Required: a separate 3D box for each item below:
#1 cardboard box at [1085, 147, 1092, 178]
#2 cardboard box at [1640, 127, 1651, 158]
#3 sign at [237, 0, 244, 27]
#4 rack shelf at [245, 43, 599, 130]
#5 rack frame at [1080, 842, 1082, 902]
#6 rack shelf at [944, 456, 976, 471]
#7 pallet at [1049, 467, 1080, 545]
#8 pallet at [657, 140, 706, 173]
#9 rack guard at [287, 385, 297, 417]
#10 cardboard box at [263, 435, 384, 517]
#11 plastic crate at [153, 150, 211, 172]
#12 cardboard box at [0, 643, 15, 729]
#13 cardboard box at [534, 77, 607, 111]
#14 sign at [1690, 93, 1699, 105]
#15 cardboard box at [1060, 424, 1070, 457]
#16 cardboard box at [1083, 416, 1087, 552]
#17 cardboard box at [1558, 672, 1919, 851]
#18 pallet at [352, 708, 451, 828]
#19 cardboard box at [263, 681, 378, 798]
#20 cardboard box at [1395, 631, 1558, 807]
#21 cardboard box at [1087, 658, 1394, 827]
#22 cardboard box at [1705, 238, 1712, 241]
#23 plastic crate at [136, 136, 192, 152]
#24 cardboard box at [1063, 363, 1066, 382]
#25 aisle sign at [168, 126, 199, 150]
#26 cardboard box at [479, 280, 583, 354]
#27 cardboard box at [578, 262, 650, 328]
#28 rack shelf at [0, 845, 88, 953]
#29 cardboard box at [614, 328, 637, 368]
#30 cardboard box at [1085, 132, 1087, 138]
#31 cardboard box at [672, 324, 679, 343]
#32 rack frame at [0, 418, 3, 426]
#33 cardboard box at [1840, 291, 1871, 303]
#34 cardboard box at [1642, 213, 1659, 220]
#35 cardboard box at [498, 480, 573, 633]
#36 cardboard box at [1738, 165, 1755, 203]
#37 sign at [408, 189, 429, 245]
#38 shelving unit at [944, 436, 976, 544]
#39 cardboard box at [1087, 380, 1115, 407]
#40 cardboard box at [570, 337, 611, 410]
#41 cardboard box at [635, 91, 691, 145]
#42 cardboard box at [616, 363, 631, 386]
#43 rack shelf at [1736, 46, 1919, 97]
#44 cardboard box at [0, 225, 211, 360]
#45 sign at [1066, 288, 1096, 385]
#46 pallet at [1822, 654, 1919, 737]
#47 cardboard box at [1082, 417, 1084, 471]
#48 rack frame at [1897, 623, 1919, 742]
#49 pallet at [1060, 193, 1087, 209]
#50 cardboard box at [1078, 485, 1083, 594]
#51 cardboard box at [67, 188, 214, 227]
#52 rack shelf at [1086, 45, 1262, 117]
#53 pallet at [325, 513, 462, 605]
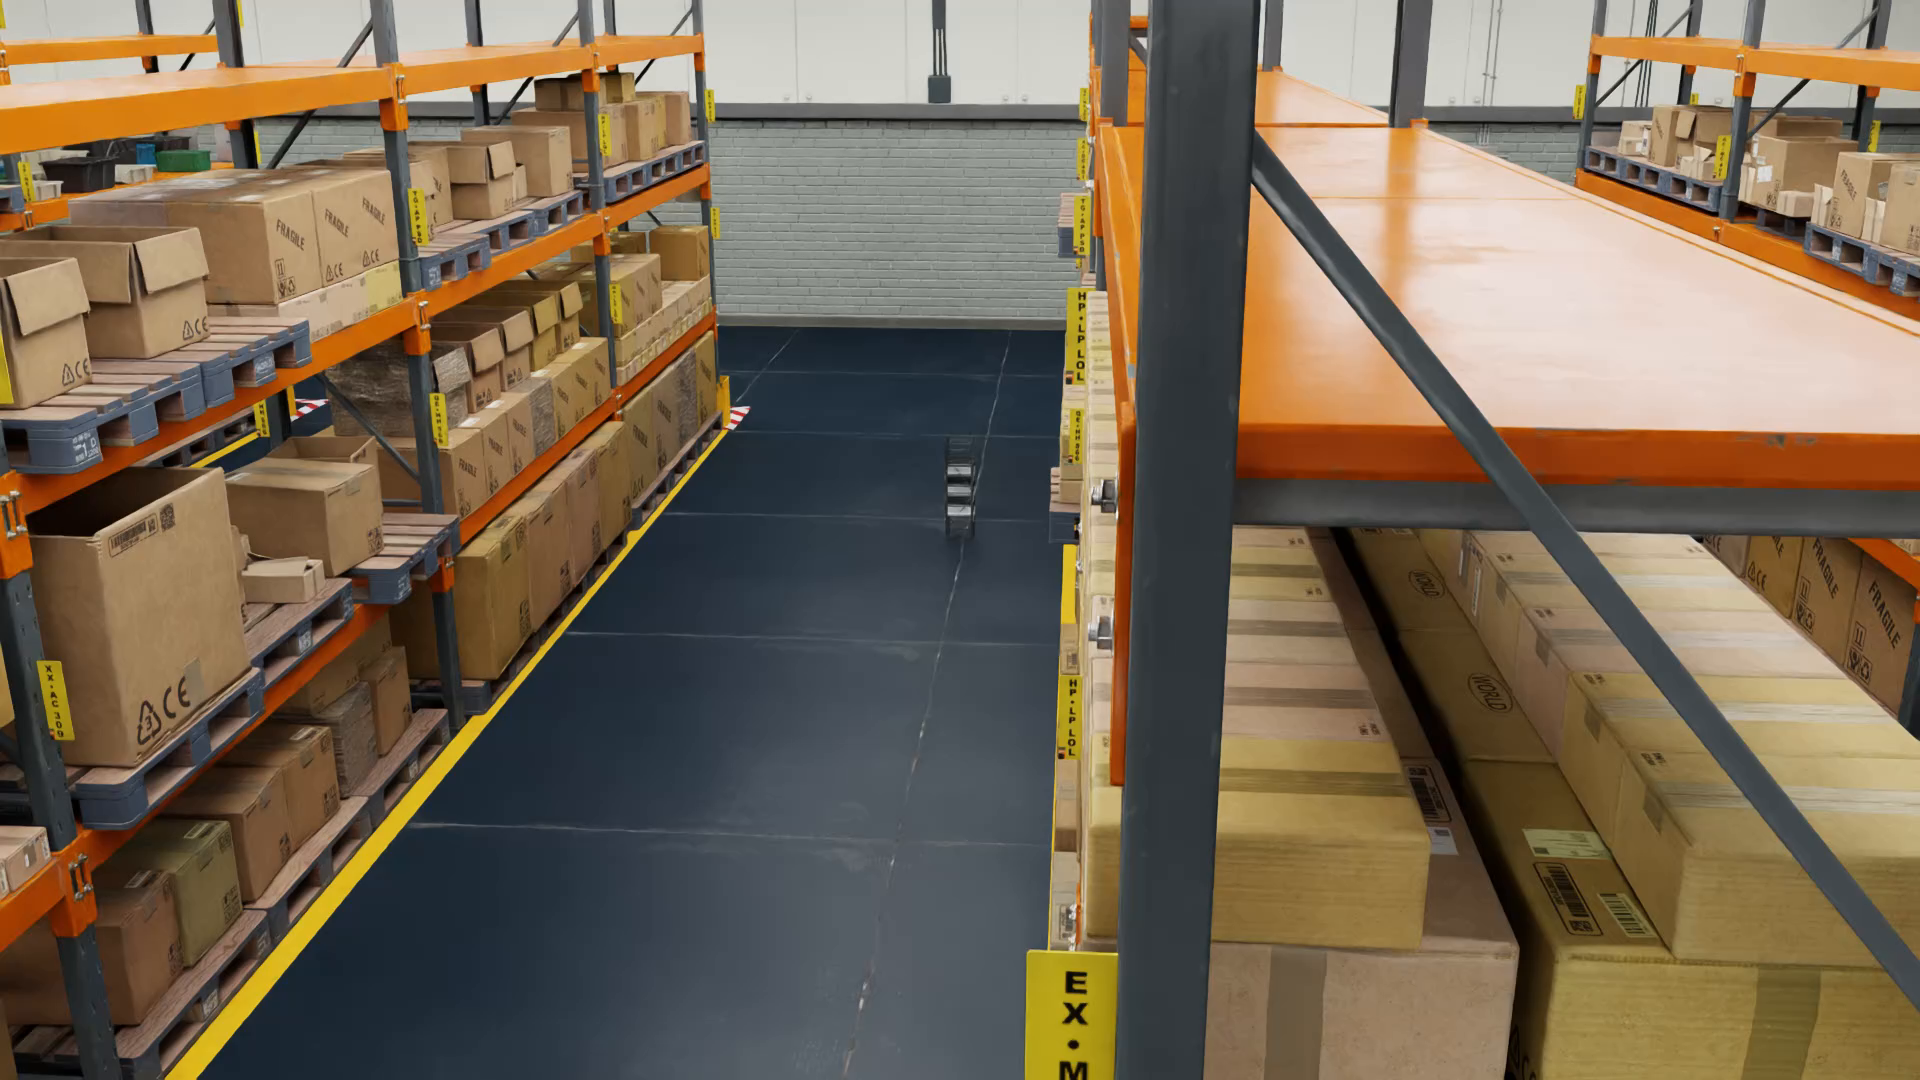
[{"bbox_3d":[1.277,-2.525,11.654,0.797,0.503,0.637,1,18,3],"label":"cardboard box"},{"bbox_3d":[6.592,-3.657,15.258,0.500,0.311,0.500,2,18,5],"label":"cardboard box"},{"bbox_3d":[-7.525,-5.513,17.314,0.100,0.325,0.005,1,18,4],"label":"sign"},{"bbox_3d":[-3.565,-3.168,11.436,1.077,0.370,4.000,1,18,4],"label":"rack shelf"},{"bbox_3d":[0.945,1.157,6.075,1.000,3.000,0.127,1,18,4],"label":"rack frame"},{"bbox_3d":[0.001,-0.655,14.217,0.258,0.077,0.200,1,18,4],"label":"rack shelf"},{"bbox_3d":[1.176,-0.218,10.579,1.213,0.211,1.003,1,18,4],"label":"pallet"},{"bbox_3d":[-3.178,-3.865,16.726,1.003,0.211,1.213,1,18,4],"label":"pallet"},{"bbox_3d":[-8.086,-1.643,18.633,1.175,0.500,0.348,1,18,4],"label":"rack guard"},{"bbox_3d":[-3.707,-0.306,9.705,0.500,0.500,0.500,-1,18,-3],"label":"cardboard box"},{"bbox_3d":[-7.861,-3.835,16.832,0.450,0.188,0.336,1,18,4],"label":"plastic crate"},{"bbox_3d":[-3.753,0.497,5.846,0.500,0.500,0.500,1,18,4],"label":"cardboard box"},{"bbox_3d":[-3.348,-3.838,14.302,0.500,0.250,0.500,0,18,0],"label":"cardboard box"},{"bbox_3d":[7.290,-4.283,16.565,0.100,0.325,0.005,1,18,4],"label":"sign"},{"bbox_3d":[0.809,-0.611,10.243,0.380,0.149,0.250,1,18,2],"label":"cardboard box"},{"bbox_3d":[0.560,-0.127,4.103,0.500,0.250,0.500,1,18,3],"label":"cardboard box"},{"bbox_3d":[1.018,0.293,2.183,0.380,0.149,0.250,1,18,4],"label":"cardboard box"},{"bbox_3d":[-3.766,1.340,9.994,1.003,0.211,1.213,1,18,4],"label":"pallet"},{"bbox_3d":[-3.764,1.132,9.458,0.700,0.500,0.500,0,18,-1],"label":"cardboard box"},{"bbox_3d":[0.984,0.355,2.634,0.500,0.250,0.500,1,18,3],"label":"cardboard box"},{"bbox_3d":[0.363,0.277,2.230,0.380,0.149,0.250,1,18,4],"label":"cardboard box"},{"bbox_3d":[6.786,-2.570,14.640,0.380,0.149,0.250,1,18,4],"label":"cardboard box"},{"bbox_3d":[-8.381,-4.073,17.428,0.497,0.269,0.590,1,18,4],"label":"plastic crate"},{"bbox_3d":[0.940,-1.177,11.971,0.380,0.149,0.250,2,18,6],"label":"cardboard box"},{"bbox_3d":[-8.366,-4.087,17.904,0.394,0.787,0.004,1,18,4],"label":"aisle sign"},{"bbox_3d":[-3.459,-1.796,13.314,0.797,0.503,0.637,1,18,2],"label":"cardboard box"},{"bbox_3d":[-3.089,-2.192,14.855,0.500,0.500,0.500,1,18,4],"label":"cardboard box"},{"bbox_3d":[-4.139,1.978,4.725,1.077,0.370,4.000,1,18,4],"label":"rack shelf"},{"bbox_3d":[-3.127,-1.680,14.496,0.500,0.250,0.500,1,18,3],"label":"cardboard box"},{"bbox_3d":[1.395,-3.555,15.077,0.500,0.250,0.500,1,18,2],"label":"cardboard box"},{"bbox_3d":[-2.942,-2.000,16.113,0.380,0.149,0.250,2,18,5],"label":"cardboard box"},{"bbox_3d":[-3.995,-1.836,5.575,1.000,3.000,0.127,1,18,4],"label":"rack frame"},{"bbox_3d":[6.681,-1.627,12.805,0.500,0.500,0.500,2,18,6],"label":"cardboard box"},{"bbox_3d":[6.929,-3.127,16.339,0.380,0.149,0.250,2,18,5],"label":"cardboard box"},{"bbox_3d":[-3.567,0.092,12.063,1.225,0.875,0.875,1,18,4],"label":"cardboard box"},{"bbox_3d":[6.078,-2.662,12.454,0.396,0.266,0.258,1,18,3],"label":"cardboard box"},{"bbox_3d":[-3.167,-1.886,9.714,0.100,0.325,0.005,1,18,4],"label":"sign"},{"bbox_3d":[0.001,-0.430,14.291,0.258,0.900,0.210,1,18,4],"label":"shelving unit"},{"bbox_3d":[0.490,-0.274,3.914,0.380,0.149,0.250,1,18,4],"label":"cardboard box"},{"bbox_3d":[-3.183,-1.366,13.614,0.500,0.500,0.500,1,18,4],"label":"cardboard box"},{"bbox_3d":[-3.119,-4.269,16.823,0.700,0.500,0.500,0,18,1],"label":"cardboard box"},{"bbox_3d":[-3.069,-1.435,14.388,0.380,0.149,0.250,1,18,4],"label":"cardboard box"},{"bbox_3d":[6.319,-2.946,10.761,1.077,0.370,4.000,1,18,4],"label":"rack shelf"},{"bbox_3d":[-3.796,-1.096,7.292,0.797,0.503,0.637,2,18,6],"label":"cardboard box"},{"bbox_3d":[0.403,-0.673,5.506,0.100,0.325,0.005,1,18,4],"label":"sign"},{"bbox_3d":[6.308,1.076,10.801,1.003,0.211,1.213,1,18,4],"label":"pallet"},{"bbox_3d":[0.580,-0.291,5.244,0.380,0.149,0.250,1,18,3],"label":"cardboard box"},{"bbox_3d":[6.176,-0.006,9.625,1.000,3.000,0.127,1,18,4],"label":"rack frame"},{"bbox_3d":[1.368,-2.475,12.642,1.213,0.211,1.003,1,18,4],"label":"pallet"},{"bbox_3d":[0.930,0.000,9.444,0.500,0.500,0.500,1,18,5],"label":"cardboard box"},{"bbox_3d":[-4.068,-1.484,8.354,0.500,0.500,0.500,1,18,2],"label":"cardboard box"},{"bbox_3d":[1.375,-3.026,11.002,1.077,0.370,4.000,1,18,4],"label":"rack shelf"},{"bbox_3d":[-3.653,0.087,9.647,1.213,0.211,1.003,1,18,4],"label":"pallet"}]
